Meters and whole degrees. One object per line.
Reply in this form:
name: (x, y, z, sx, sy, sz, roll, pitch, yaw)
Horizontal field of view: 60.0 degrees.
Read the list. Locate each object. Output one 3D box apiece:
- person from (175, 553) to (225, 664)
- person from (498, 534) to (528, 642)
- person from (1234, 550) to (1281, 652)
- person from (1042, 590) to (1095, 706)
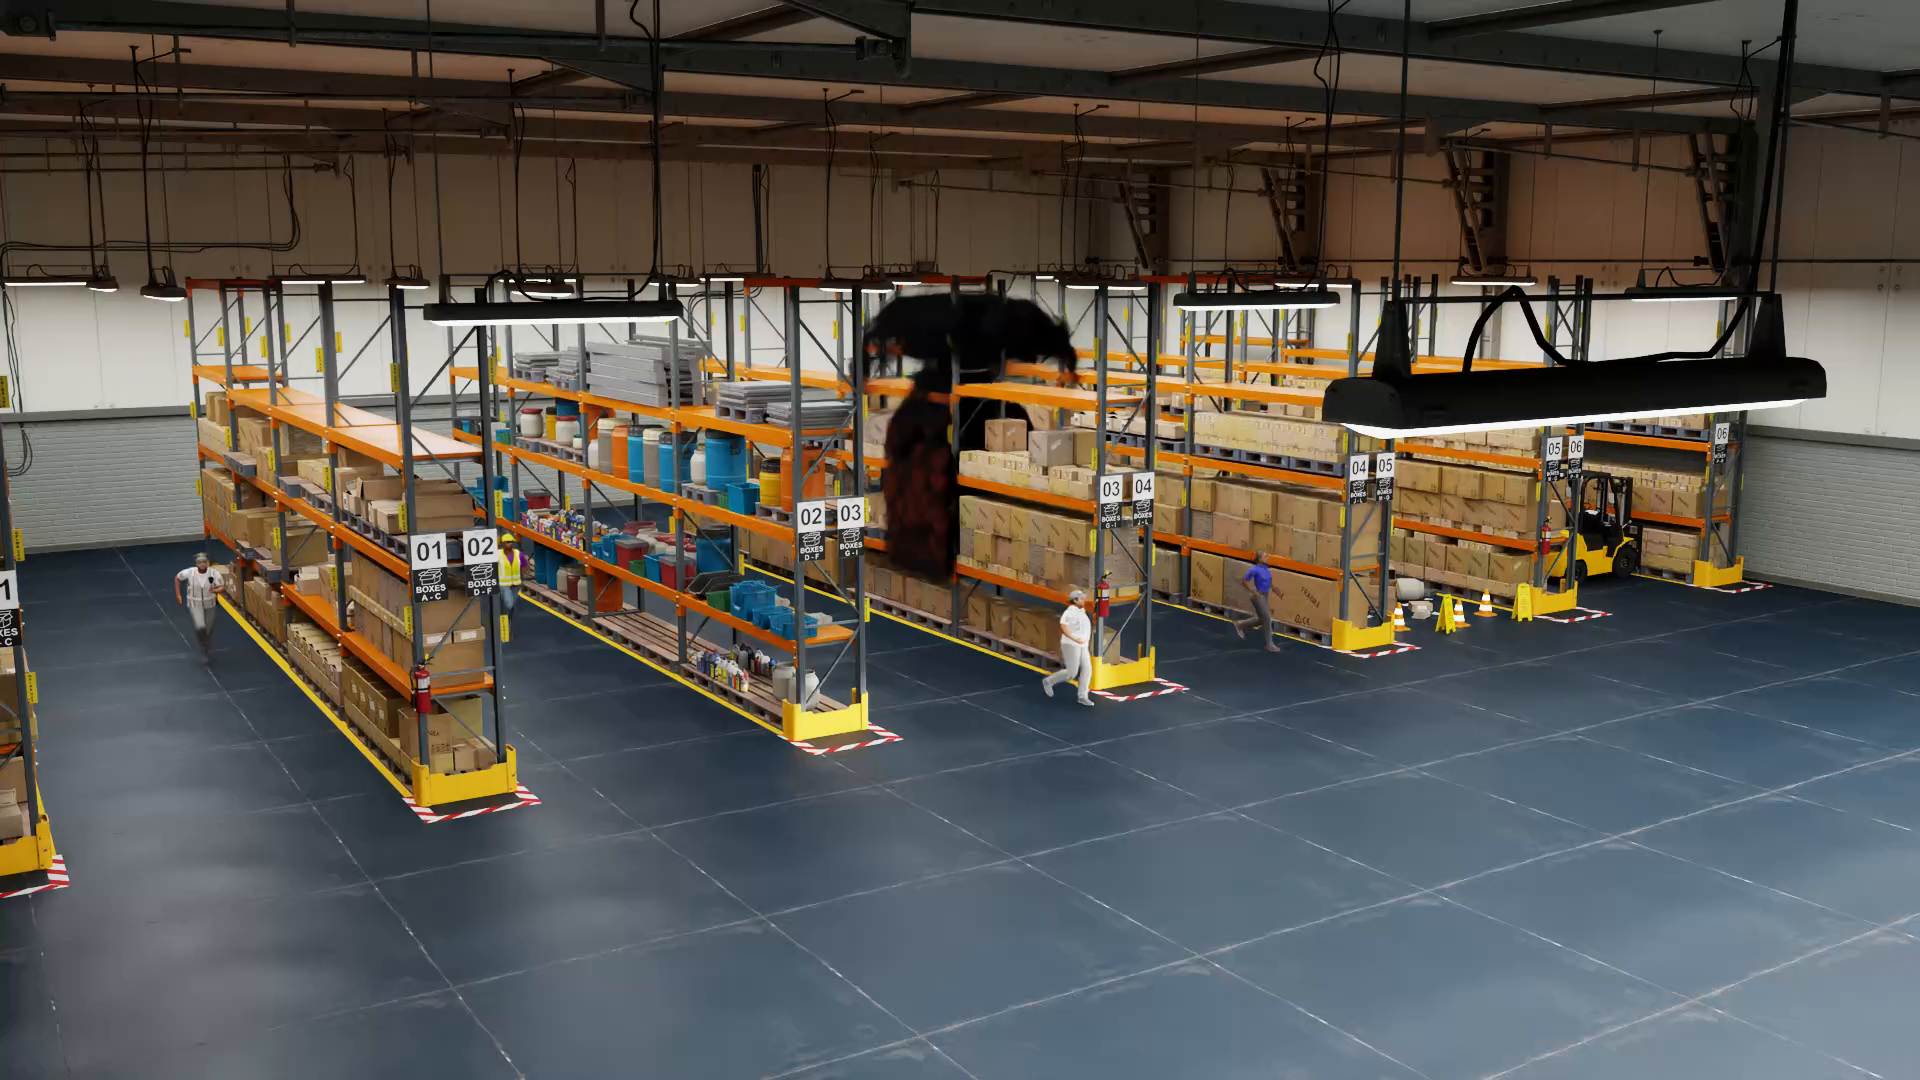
person: (-12.038, 1.066, 26.418, 0.690, 1.797, 0.838, -6, 11, -31)
person: (-7.601, 0.795, 28.039, 0.672, 1.824, 0.766, -8, 13, -41)
person: (4.899, 0.983, 27.289, 0.840, 1.657, 0.575, 6, 11, 33)
person: (1.673, 1.540, 24.052, 0.826, 1.612, 0.672, 6, 11, 31)
